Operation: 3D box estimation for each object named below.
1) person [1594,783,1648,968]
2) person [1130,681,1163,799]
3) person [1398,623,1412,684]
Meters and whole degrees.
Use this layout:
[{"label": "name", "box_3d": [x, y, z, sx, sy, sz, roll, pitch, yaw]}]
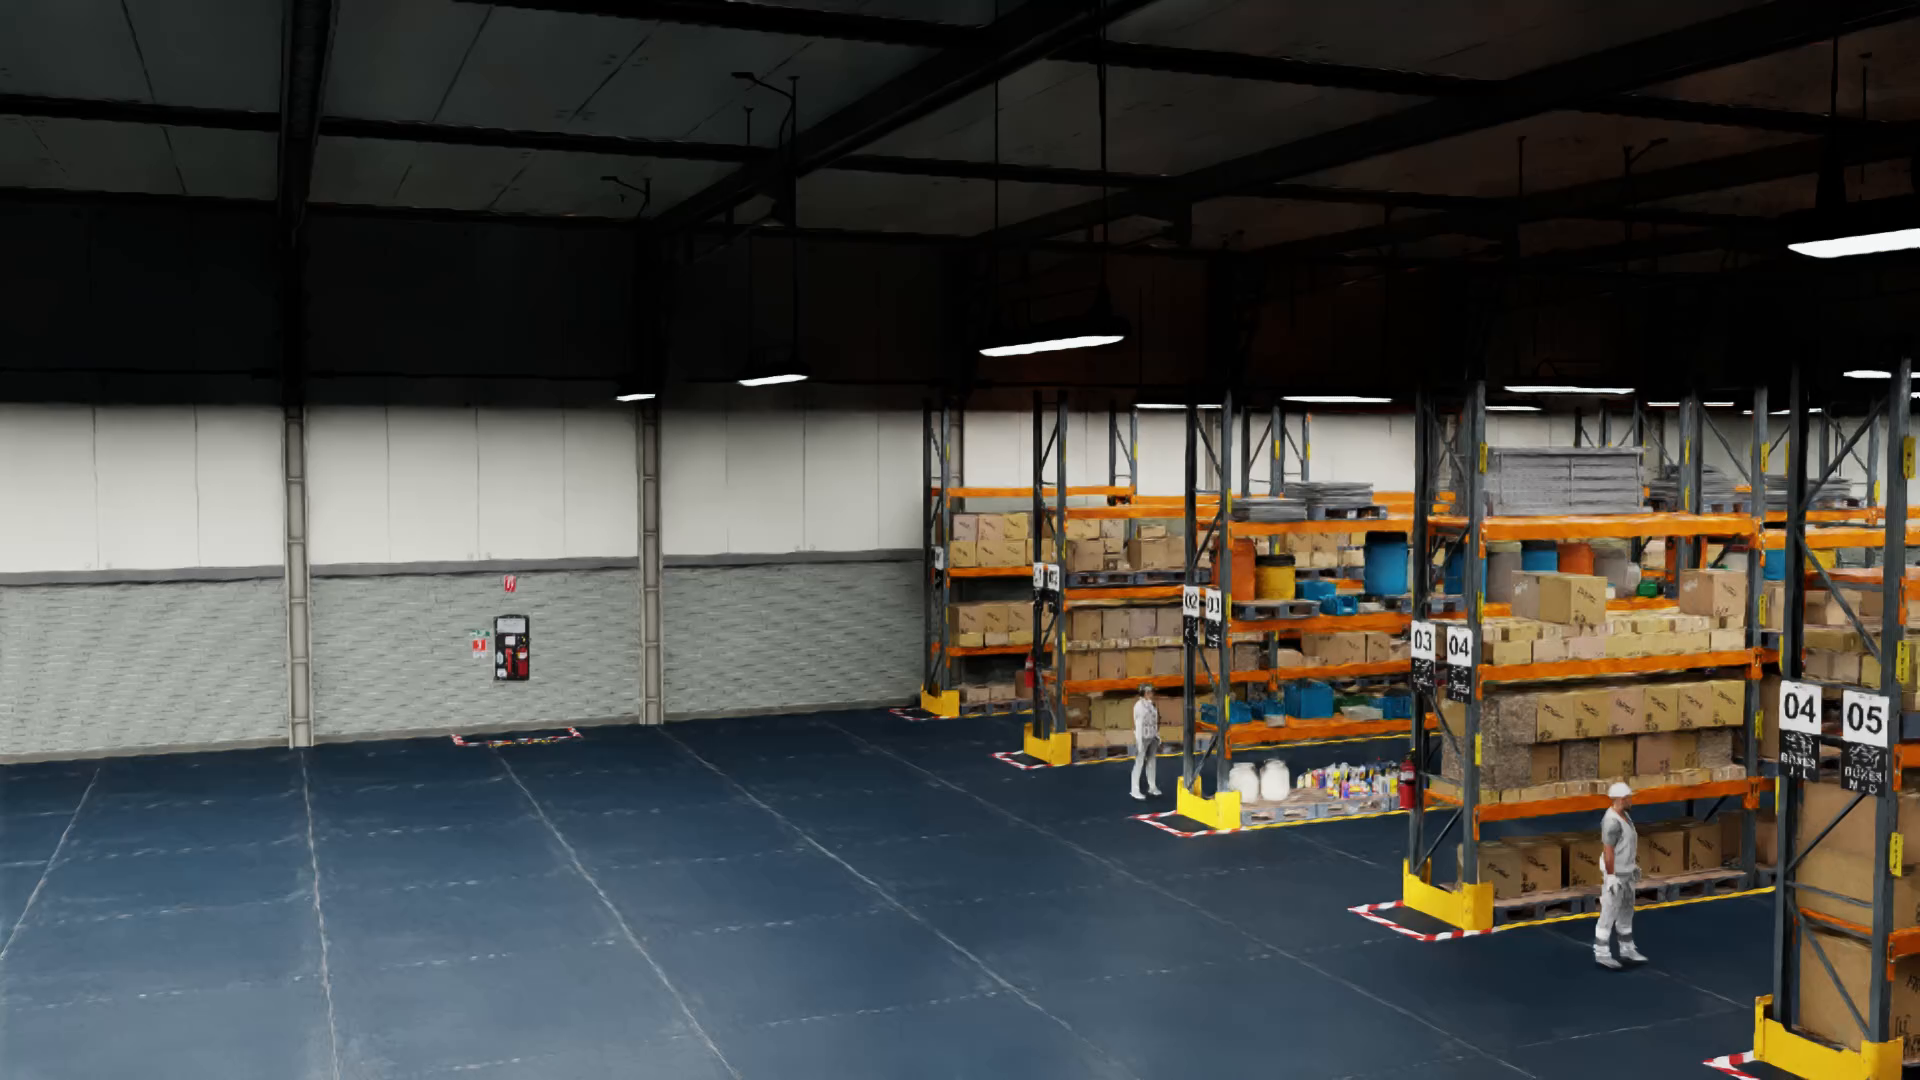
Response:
[{"label": "person", "box_3d": [6.546, 3.286, 16.402, 0.449, 1.789, 0.605, 3, 4, 39]}, {"label": "person", "box_3d": [2.728, 2.891, 24.160, 0.409, 1.677, 0.532, 2, 4, 36]}, {"label": "person", "box_3d": [8.953, 2.394, 32.991, 0.534, 1.674, 0.677, -2, 4, -25]}]
